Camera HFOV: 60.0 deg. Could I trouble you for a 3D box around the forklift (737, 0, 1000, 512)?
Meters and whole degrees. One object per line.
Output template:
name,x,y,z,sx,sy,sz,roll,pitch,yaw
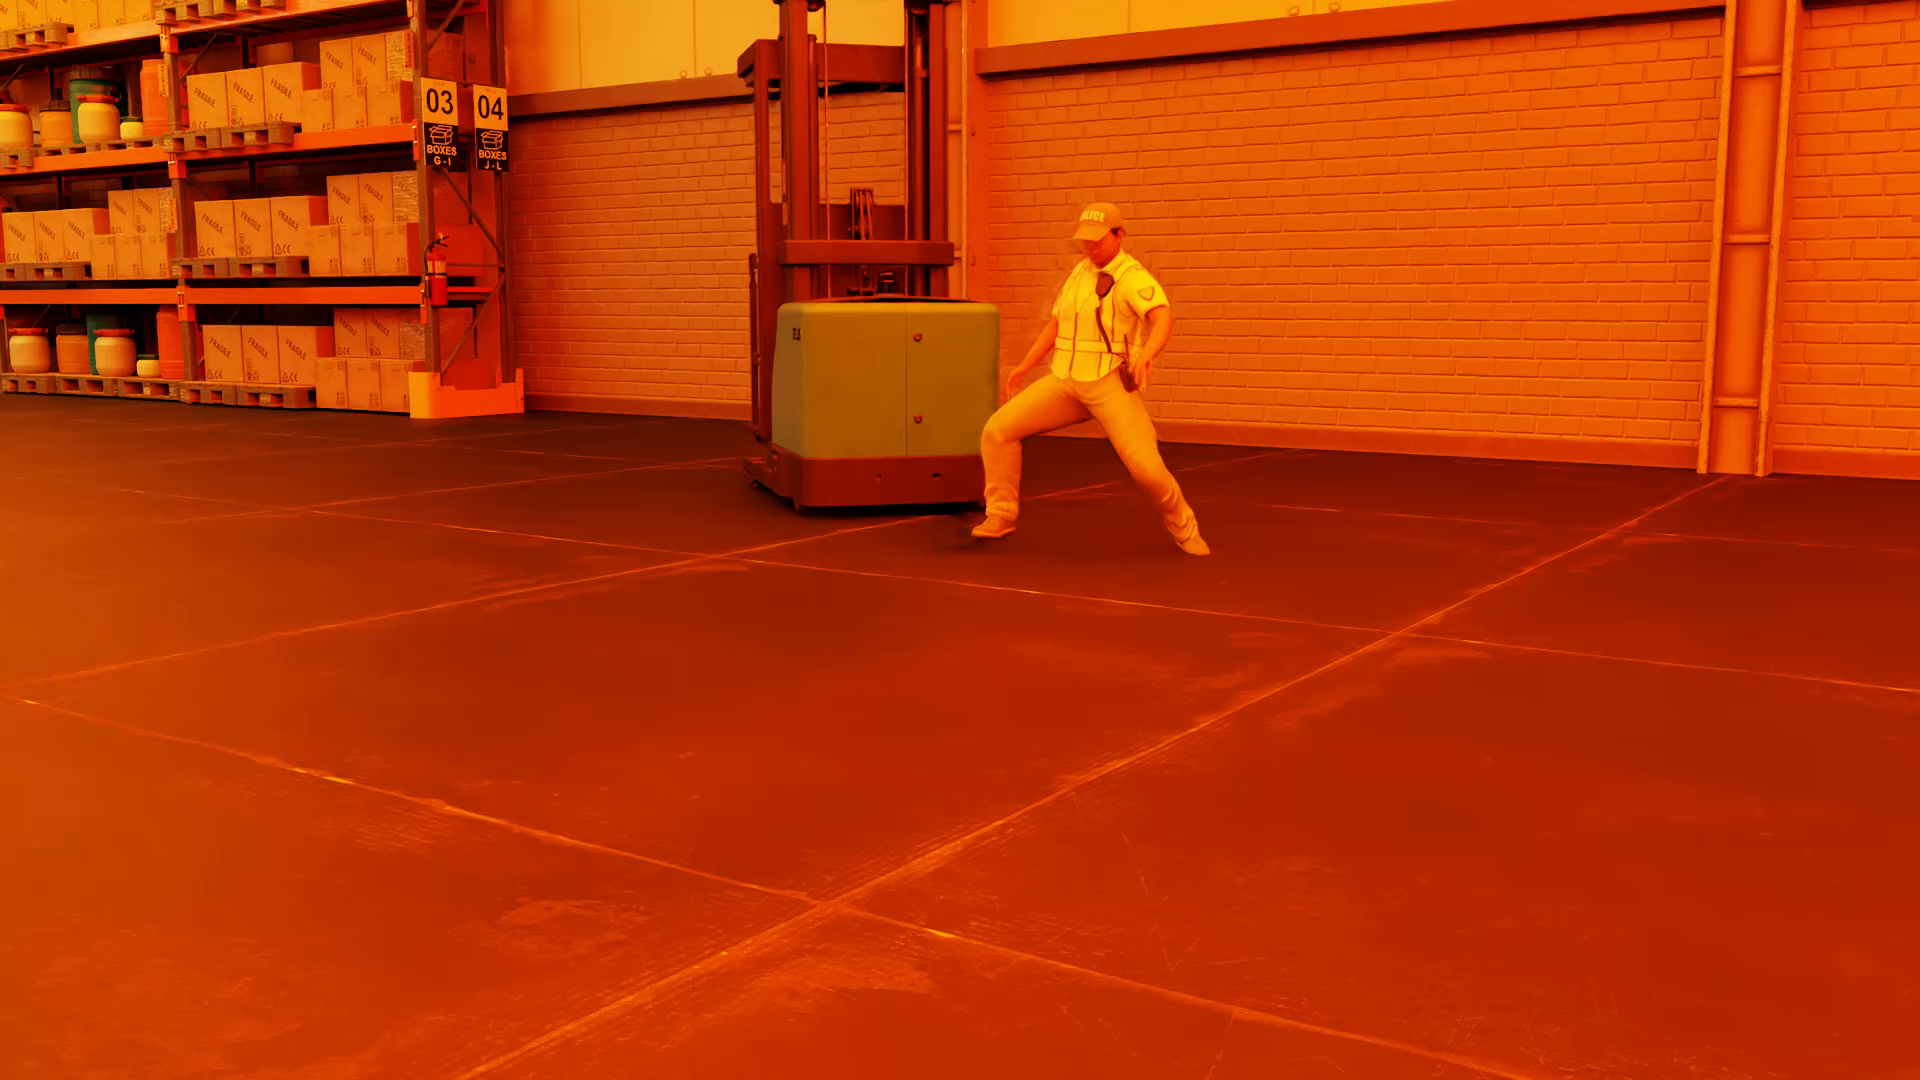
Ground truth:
forklift,-0.668,-1.765,9.605,1.130,2.935,3.031,-2,8,-15

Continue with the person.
person,0.593,-0.684,7.221,0.779,1.541,0.928,-8,11,-43
